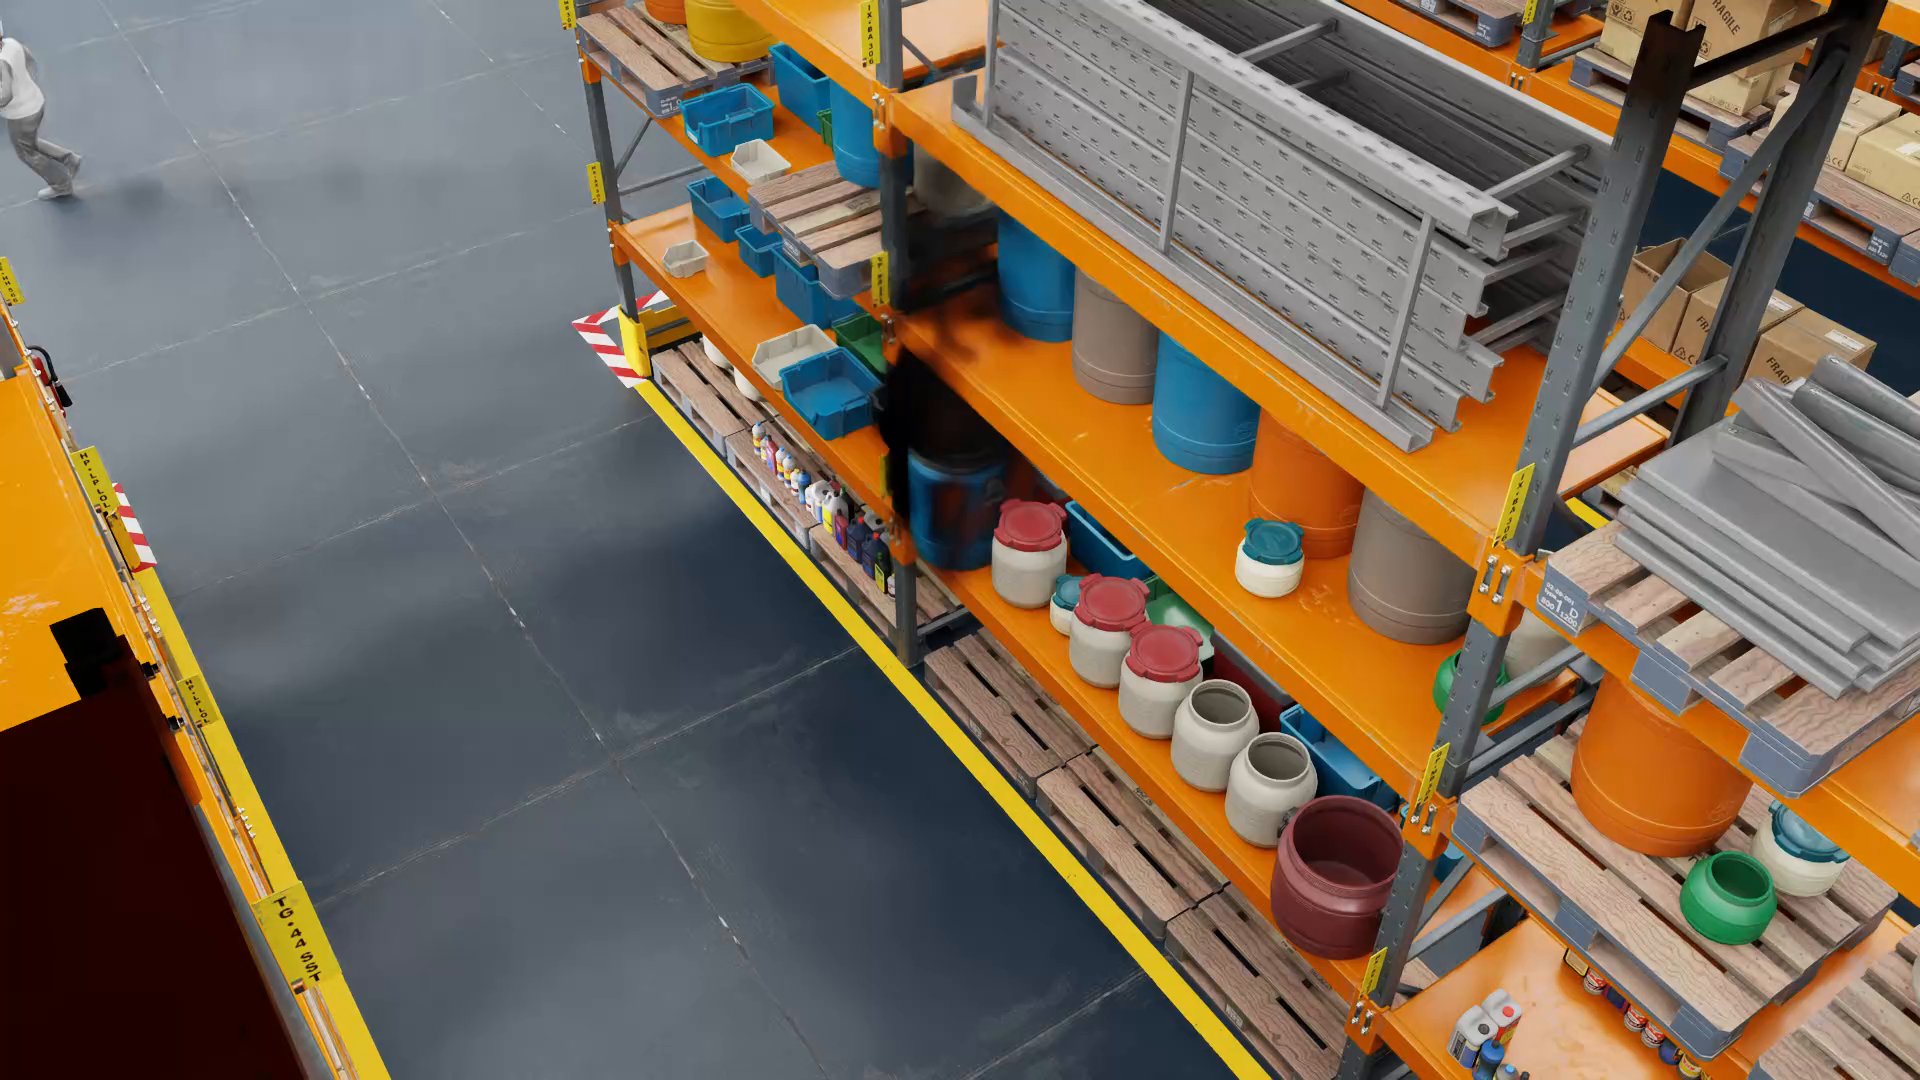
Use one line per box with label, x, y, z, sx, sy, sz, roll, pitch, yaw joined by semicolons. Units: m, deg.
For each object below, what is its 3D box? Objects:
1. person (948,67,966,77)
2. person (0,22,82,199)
person;-0.197;-4.843;15.850;0.714;1.642;0.520;-4;43;-4
person;-8.251;-3.790;14.604;0.576;1.743;0.676;-6;43;-7
